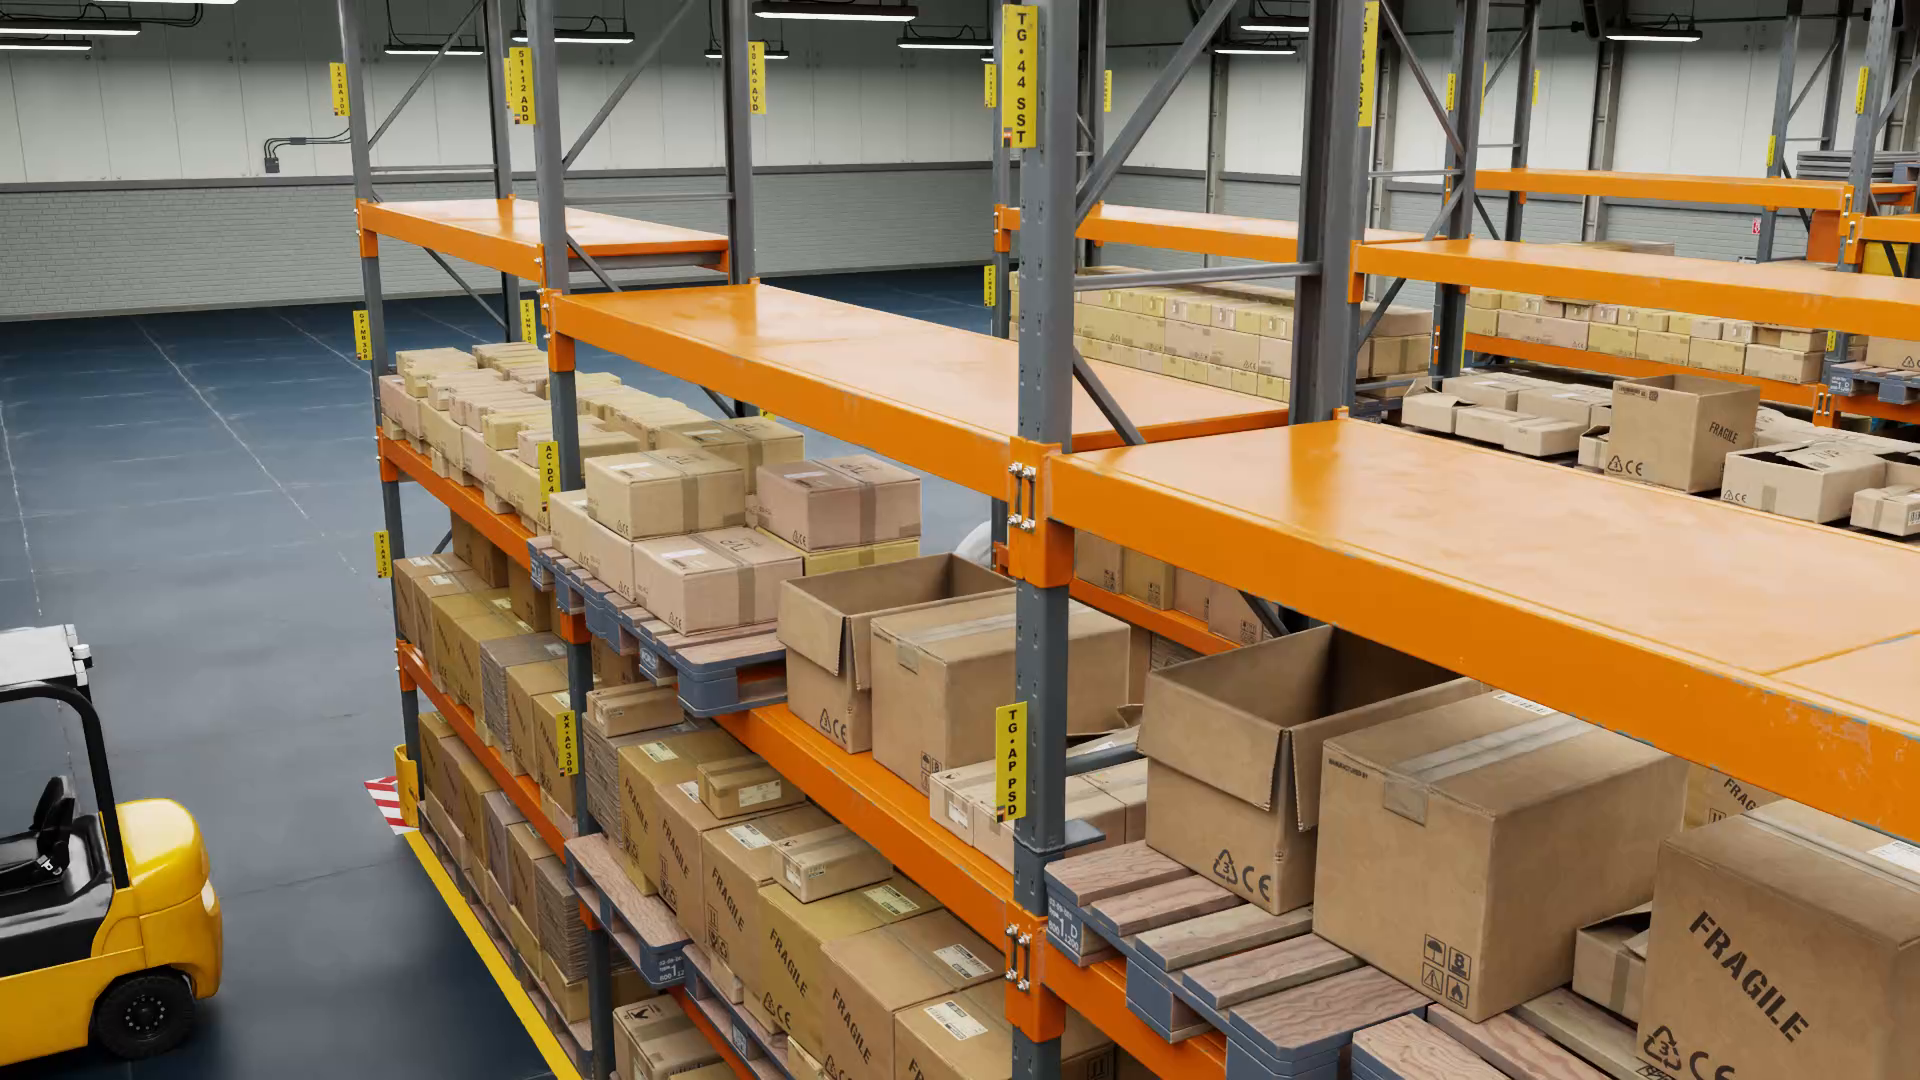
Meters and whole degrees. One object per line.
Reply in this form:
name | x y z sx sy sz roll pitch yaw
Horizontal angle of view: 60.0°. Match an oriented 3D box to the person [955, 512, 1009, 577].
person | 0.303 0.169 17.008 0.800 0.843 0.472 -9 17 -30
